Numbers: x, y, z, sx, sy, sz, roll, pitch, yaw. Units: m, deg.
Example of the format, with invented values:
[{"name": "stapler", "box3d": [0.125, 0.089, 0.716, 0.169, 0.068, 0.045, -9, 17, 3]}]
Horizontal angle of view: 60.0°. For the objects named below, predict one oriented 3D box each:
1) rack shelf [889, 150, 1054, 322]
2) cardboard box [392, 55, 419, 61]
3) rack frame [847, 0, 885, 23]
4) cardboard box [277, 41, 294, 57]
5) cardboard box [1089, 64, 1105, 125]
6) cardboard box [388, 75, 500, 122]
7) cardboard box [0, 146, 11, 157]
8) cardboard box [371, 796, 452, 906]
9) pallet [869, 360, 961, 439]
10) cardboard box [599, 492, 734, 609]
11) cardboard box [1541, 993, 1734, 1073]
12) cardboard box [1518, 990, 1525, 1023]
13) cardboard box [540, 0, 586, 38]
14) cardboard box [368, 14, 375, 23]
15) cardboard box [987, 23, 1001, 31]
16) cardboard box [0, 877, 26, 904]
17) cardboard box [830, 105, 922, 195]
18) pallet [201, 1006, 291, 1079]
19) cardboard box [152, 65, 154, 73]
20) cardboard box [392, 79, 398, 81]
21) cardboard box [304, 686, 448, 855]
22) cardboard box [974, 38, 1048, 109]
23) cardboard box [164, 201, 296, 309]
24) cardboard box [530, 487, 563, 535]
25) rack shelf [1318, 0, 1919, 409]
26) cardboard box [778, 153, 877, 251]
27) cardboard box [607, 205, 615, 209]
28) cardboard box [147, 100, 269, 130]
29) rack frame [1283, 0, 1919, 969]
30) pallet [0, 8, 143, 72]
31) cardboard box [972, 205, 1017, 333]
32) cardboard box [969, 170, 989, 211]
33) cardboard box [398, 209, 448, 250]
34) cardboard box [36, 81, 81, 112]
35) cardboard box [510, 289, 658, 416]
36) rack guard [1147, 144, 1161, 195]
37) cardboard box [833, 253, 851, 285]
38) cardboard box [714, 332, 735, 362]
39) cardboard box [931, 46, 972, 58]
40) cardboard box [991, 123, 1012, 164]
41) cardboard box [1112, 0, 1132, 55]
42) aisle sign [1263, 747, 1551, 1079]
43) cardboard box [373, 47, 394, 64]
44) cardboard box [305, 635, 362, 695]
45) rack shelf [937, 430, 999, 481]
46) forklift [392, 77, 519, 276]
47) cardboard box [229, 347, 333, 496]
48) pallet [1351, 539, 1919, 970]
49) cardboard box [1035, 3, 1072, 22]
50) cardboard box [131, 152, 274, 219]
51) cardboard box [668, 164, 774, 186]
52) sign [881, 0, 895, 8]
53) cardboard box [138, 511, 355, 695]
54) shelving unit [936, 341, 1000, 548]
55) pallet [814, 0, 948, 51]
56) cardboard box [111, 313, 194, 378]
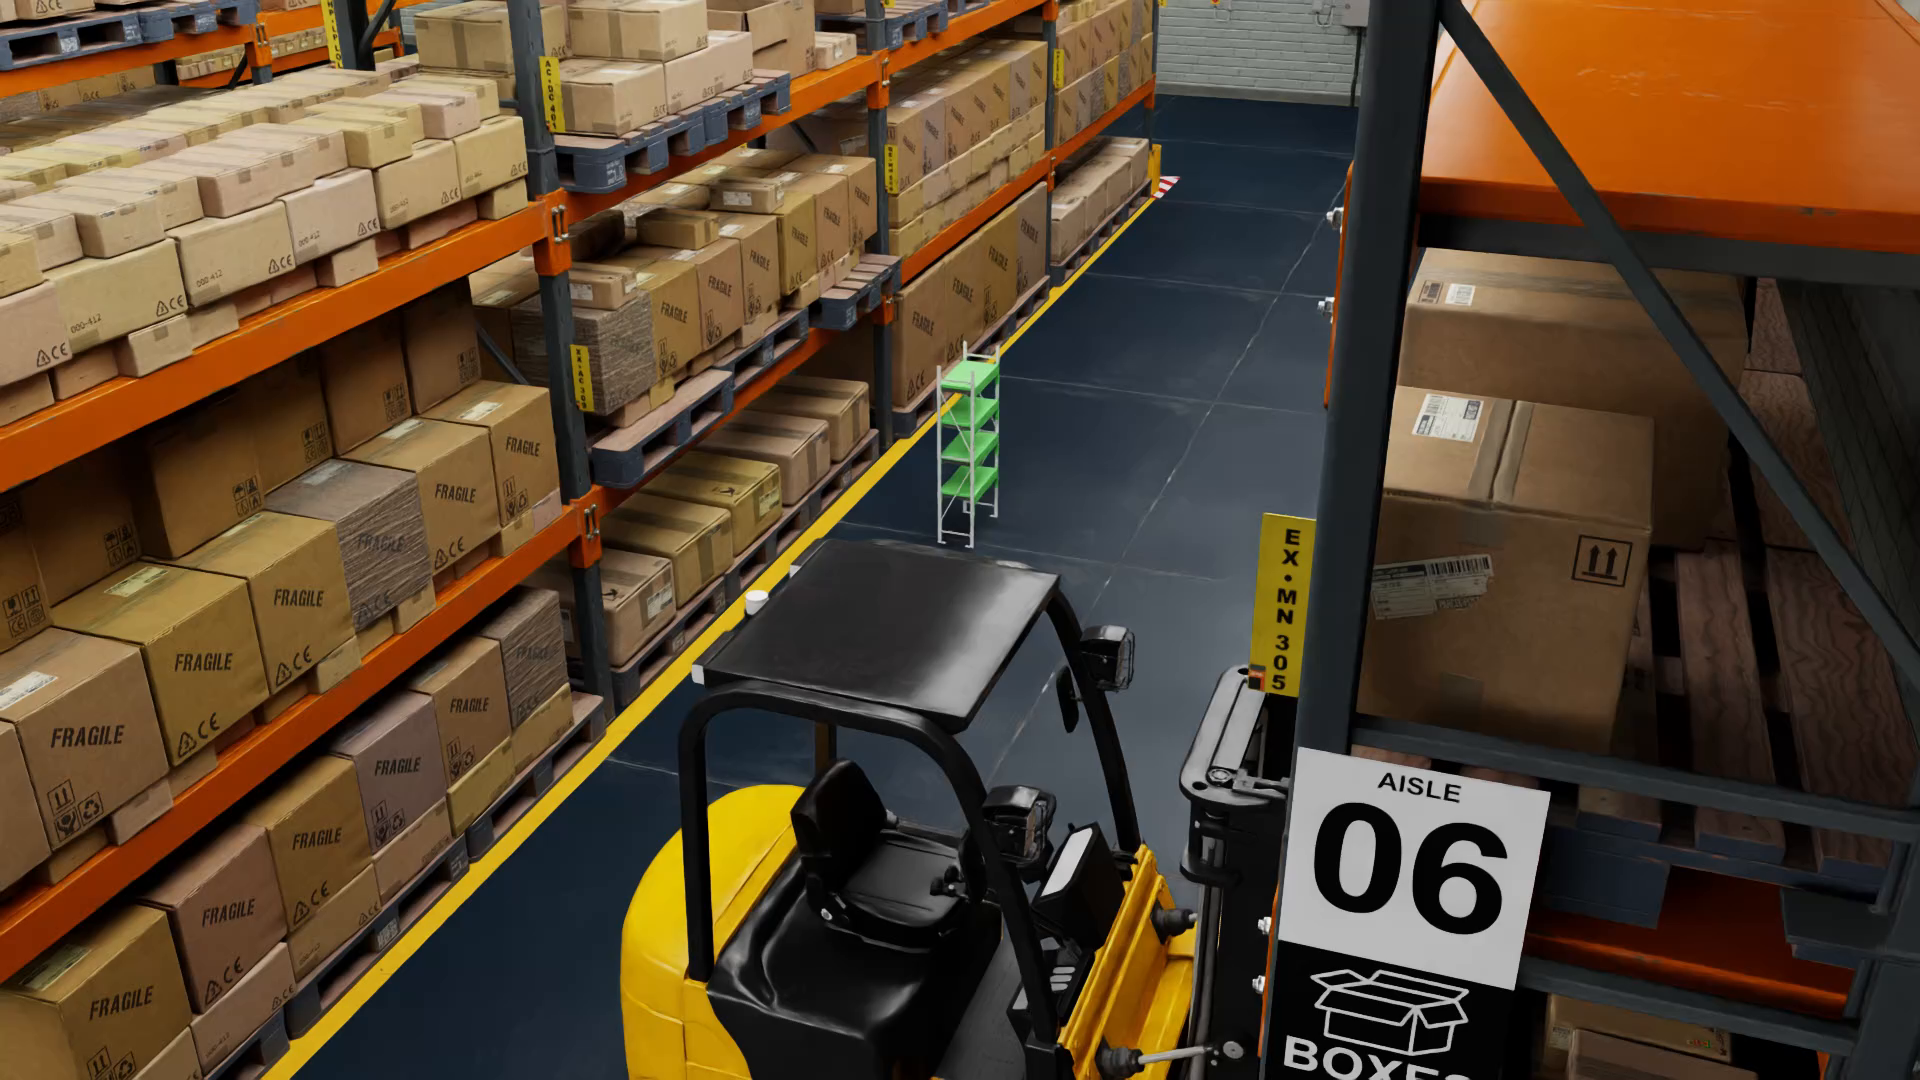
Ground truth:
[{"name": "rack shelf", "box3d": [-0.316, -2.596, 13.496, 1.077, 0.370, 4.000, 9, 27, 17]}, {"name": "cardboard box", "box3d": [-5.092, -4.446, 15.615, 0.380, 0.149, 0.250, 9, 27, 18]}, {"name": "rack frame", "box3d": [-0.982, -4.798, 10.334, 1.000, 3.000, 0.127, 9, 27, 17]}, {"name": "cardboard box", "box3d": [-8.067, -5.780, 19.534, 0.380, 0.149, 0.250, 8, 27, 16]}, {"name": "cardboard box", "box3d": [1.095, -4.352, 16.181, 0.500, 0.500, 0.500, 9, 27, 18]}, {"name": "cardboard box", "box3d": [-2.212, -1.888, 7.140, 0.380, 0.149, 0.250, 9, 27, 19]}, {"name": "cardboard box", "box3d": [-6.517, -2.250, 10.693, 0.700, 0.500, 0.500, 9, 27, 18]}, {"name": "cardboard box", "box3d": [-2.597, 1.305, 7.287, 0.500, 0.250, 0.500, 9, 27, 18]}, {"name": "pallet", "box3d": [-0.648, -1.156, 12.896, 1.003, 0.211, 1.213, 9, 27, 17]}, {"name": "cardboard box", "box3d": [-1.905, 0.027, 9.785, 0.950, 0.372, 0.625, 11, 28, 21]}, {"name": "cardboard box", "box3d": [1.545, 1.117, 3.801, 0.380, 0.149, 0.250, 9, 27, 18]}, {"name": "cardboard box", "box3d": [1.781, 1.275, 4.561, 0.500, 0.500, 0.500, 8, 27, 17]}, {"name": "cardboard box", "box3d": [-1.921, -2.830, 8.828, 0.500, 0.250, 0.500, 9, 27, 18]}, {"name": "cardboard box", "box3d": [-7.576, -6.652, 20.877, 0.500, 0.250, 0.500, 8, 27, 17]}, {"name": "cardboard box", "box3d": [0.152, -4.702, 15.012, 0.380, 0.149, 0.250, 8, 27, 16]}, {"name": "cardboard box", "box3d": [-3.265, 1.087, 5.351, 0.380, 0.149, 0.250, 9, 27, 18]}, {"name": "cardboard box", "box3d": [-0.587, -2.760, 11.747, 0.500, 0.500, 0.500, 8, 27, 16]}, {"name": "pallet", "box3d": [-3.315, 2.084, 6.203, 1.003, 0.211, 1.213, 9, 27, 17]}, {"name": "cardboard box", "box3d": [-9.118, -5.345, 18.635, 0.380, 0.149, 0.250, 9, 27, 18]}, {"name": "cardboard box", "box3d": [-4.824, -3.922, 14.533, 0.380, 0.149, 0.250, 8, 27, 17]}, {"name": "cardboard box", "box3d": [-2.593, 0.958, 7.143, 0.500, 0.500, 0.500, 10, 28, 20]}, {"name": "cardboard box", "box3d": [0.437, -4.017, 14.343, 0.500, 0.500, 0.500, 10, 27, 19]}, {"name": "cardboard box", "box3d": [-2.711, -1.024, 5.812, 0.500, 0.250, 0.500, 9, 27, 19]}, {"name": "cardboard box", "box3d": [-2.132, -0.165, 7.937, 0.380, 0.149, 0.250, 8, 27, 17]}, {"name": "rack shelf", "box3d": [1.704, -1.111, 4.002, 1.077, 0.370, 4.000, 9, 27, 17]}, {"name": "cardboard box", "box3d": [-0.871, -2.239, 10.994, 0.500, 0.500, 0.500, 8, 27, 16]}, {"name": "cardboard box", "box3d": [-3.839, -3.537, 17.402, 0.380, 0.149, 0.250, 10, 27, 19]}, {"name": "cardboard box", "box3d": [-2.993, -1.646, 6.638, 0.380, 0.149, 0.250, 9, 27, 17]}, {"name": "rack frame", "box3d": [1.038, -0.793, 2.061, 1.000, 3.000, 0.127, 9, 27, 17]}, {"name": "pallet", "box3d": [-6.217, -3.307, 10.913, 1.003, 0.211, 1.213, 10, 28, 20]}, {"name": "cardboard box", "box3d": [-0.075, -2.336, 14.089, 0.875, 0.875, 0.875, 10, 27, 19]}, {"name": "cardboard box", "box3d": [-0.086, -2.827, 13.319, 0.500, 0.250, 0.500, 9, 27, 17]}, {"name": "cardboard box", "box3d": [-2.360, -1.318, 6.876, 0.380, 0.149, 0.250, 9, 27, 18]}, {"name": "cardboard box", "box3d": [-9.232, -4.574, 16.641, 0.500, 0.500, 0.500, 8, 27, 17]}, {"name": "cardboard box", "box3d": [-1.886, -0.973, 8.380, 0.500, 0.500, 0.500, 9, 27, 19]}, {"name": "rack guard", "box3d": [1.688, -4.271, 18.997, 1.175, 0.500, 0.348, 9, 27, 17]}, {"name": "cardboard box", "box3d": [-0.931, -1.775, 10.780, 0.380, 0.149, 0.250, 9, 27, 17]}, {"name": "cardboard box", "box3d": [-1.508, -1.142, 9.472, 0.380, 0.149, 0.250, 9, 27, 18]}, {"name": "cardboard box", "box3d": [-0.211, -3.885, 14.069, 0.500, 0.500, 0.500, 9, 27, 17]}, {"name": "cardboard box", "box3d": [0.106, -3.263, 13.645, 0.500, 0.250, 0.500, 9, 27, 19]}, {"name": "cardboard box", "box3d": [1.431, -5.226, 16.840, 0.500, 0.500, 0.500, 9, 27, 17]}, {"name": "aisle sign", "box3d": [0.739, 0.722, 2.834, 0.394, 0.787, 0.004, 9, 27, 17]}, {"name": "cardboard box", "box3d": [-7.802, -5.781, 21.204, 0.875, 0.875, 0.875, 9, 27, 17]}, {"name": "cardboard box", "box3d": [-2.632, 0.465, 6.636, 0.380, 0.149, 0.250, 9, 27, 18]}, {"name": "rack shelf", "box3d": [0.055, -0.551, 10.657, 0.258, 0.148, 0.480, 9, 27, 17]}, {"name": "forklift", "box3d": [-3.417, -2.318, 12.175, 3.031, 2.935, 1.130, 16, 30, 30]}, {"name": "cardboard box", "box3d": [-3.047, -0.525, 6.788, 0.700, 0.500, 0.500, 8, 27, 16]}, {"name": "pallet", "box3d": [1.298, 0.311, 3.326, 1.003, 0.211, 1.213, 9, 27, 17]}, {"name": "cardboard box", "box3d": [0.815, -4.840, 15.298, 0.380, 0.149, 0.250, 8, 27, 17]}, {"name": "cardboard box", "box3d": [-2.638, -1.237, 5.795, 0.380, 0.149, 0.250, 9, 27, 18]}, {"name": "cardboard box", "box3d": [-1.516, -2.100, 10.706, 0.500, 0.500, 0.500, 10, 28, 20]}, {"name": "sign", "box3d": [-0.471, -3.601, 10.711, 0.100, 0.325, 0.005, 9, 27, 17]}, {"name": "cardboard box", "box3d": [-2.725, 0.223, 6.391, 0.500, 0.500, 0.500, 8, 27, 16]}, {"name": "shelving unit", "box3d": [0.055, -0.608, 10.629, 0.258, 1.200, 0.503, 9, 27, 17]}, {"name": "pallet", "box3d": [-0.817, -3.636, 11.591, 1.213, 0.211, 1.003, 10, 28, 20]}, {"name": "cardboard box", "box3d": [-2.801, -0.668, 5.535, 0.380, 0.149, 0.250, 9, 27, 18]}]
